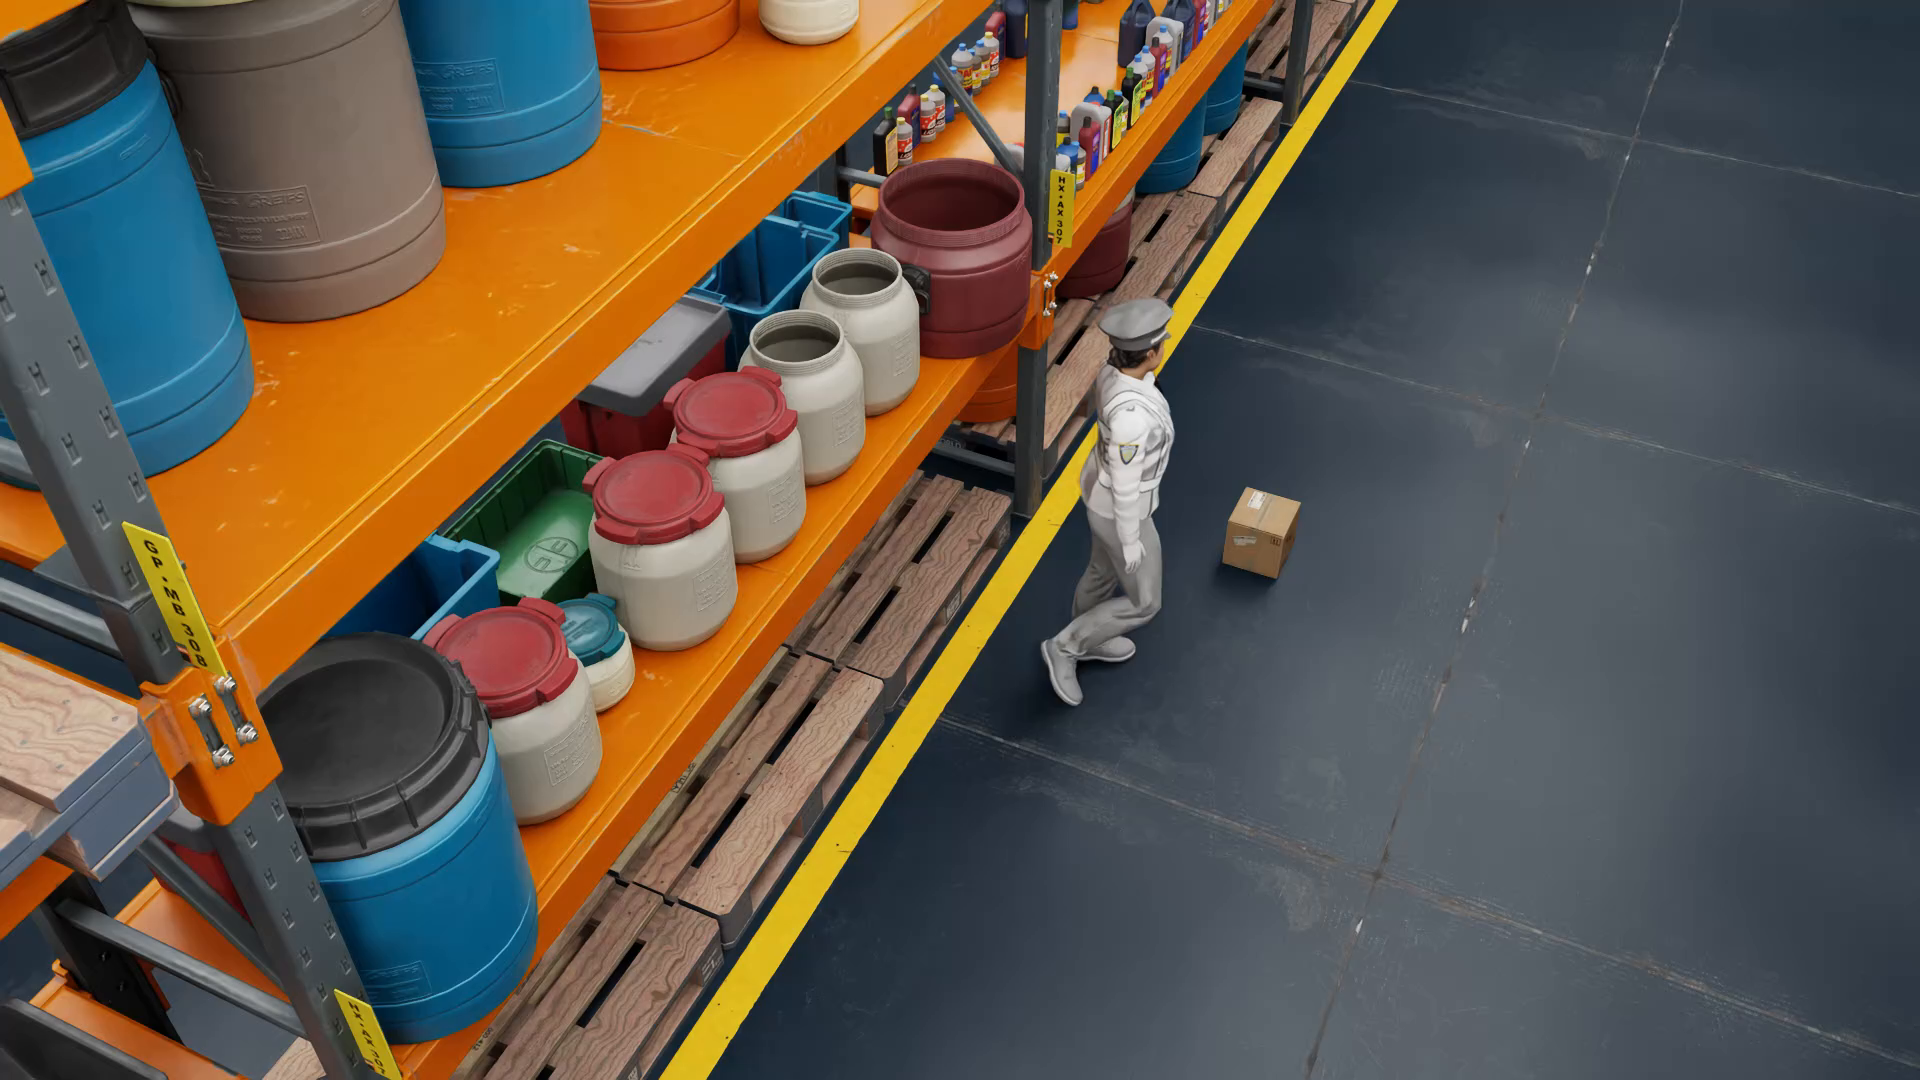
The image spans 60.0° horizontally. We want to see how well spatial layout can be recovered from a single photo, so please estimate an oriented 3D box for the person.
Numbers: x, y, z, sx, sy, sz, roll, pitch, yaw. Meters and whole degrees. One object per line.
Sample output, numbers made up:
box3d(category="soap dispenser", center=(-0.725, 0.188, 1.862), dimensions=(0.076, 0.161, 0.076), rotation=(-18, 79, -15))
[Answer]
box3d(category="person", center=(0.549, -0.103, 6.252), dimensions=(0.471, 1.664, 0.634), rotation=(-1, 42, -1))
